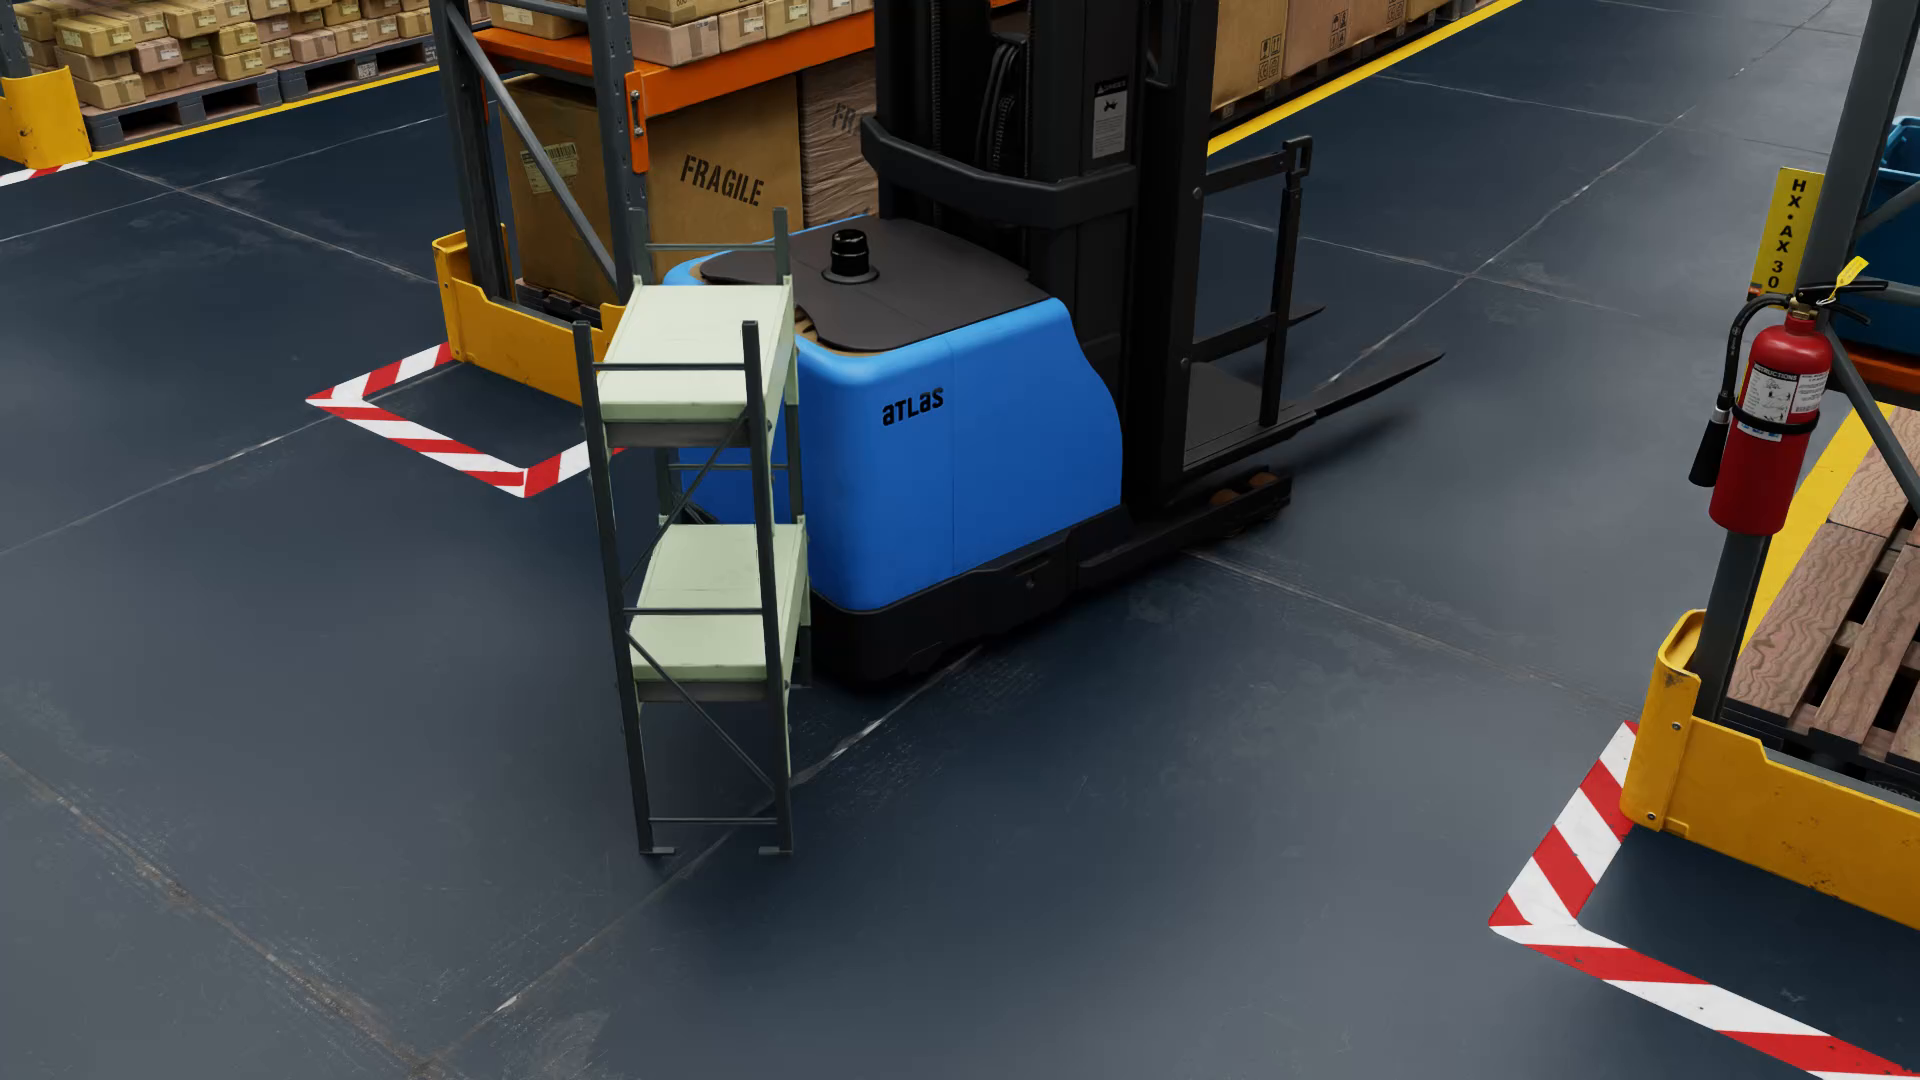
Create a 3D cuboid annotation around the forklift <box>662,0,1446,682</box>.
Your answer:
[{"bbox_3d":[0.540,-1.455,5.330,3.031,2.935,1.130,-23,37,-33],"label":"forklift"}]

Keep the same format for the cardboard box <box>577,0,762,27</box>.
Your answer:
[{"bbox_3d":[-1.105,-2.153,6.297,0.500,0.250,0.500,20,36,30],"label":"cardboard box"}]

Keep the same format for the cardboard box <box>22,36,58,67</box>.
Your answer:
[{"bbox_3d":[-5.412,-2.930,9.844,0.380,0.149,0.250,20,36,30],"label":"cardboard box"}]

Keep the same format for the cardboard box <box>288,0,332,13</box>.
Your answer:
[{"bbox_3d":[-4.137,-3.405,10.354,0.380,0.149,0.250,22,37,32],"label":"cardboard box"}]

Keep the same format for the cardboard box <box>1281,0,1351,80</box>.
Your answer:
[{"bbox_3d":[1.714,-3.500,10.386,1.225,0.875,0.875,20,36,30],"label":"cardboard box"}]

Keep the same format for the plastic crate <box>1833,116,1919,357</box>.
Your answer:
[{"bbox_3d":[2.392,-0.688,3.875,0.616,0.435,0.499,21,37,31],"label":"plastic crate"}]

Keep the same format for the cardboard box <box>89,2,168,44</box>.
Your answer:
[{"bbox_3d":[-4.846,-3.013,9.693,0.380,0.149,0.250,22,37,32],"label":"cardboard box"}]

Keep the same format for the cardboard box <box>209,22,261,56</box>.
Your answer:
[{"bbox_3d":[-4.453,-3.053,10.052,0.380,0.149,0.250,22,37,33],"label":"cardboard box"}]

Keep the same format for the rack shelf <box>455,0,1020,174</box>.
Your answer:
[{"bbox_3d":[-0.403,-2.481,7.700,1.077,0.370,4.000,21,37,31],"label":"rack shelf"}]

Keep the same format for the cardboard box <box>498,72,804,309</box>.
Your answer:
[{"bbox_3d":[-1.287,-1.529,7.060,0.875,0.875,0.875,21,37,31],"label":"cardboard box"}]

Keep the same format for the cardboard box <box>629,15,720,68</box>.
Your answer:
[{"bbox_3d":[-1.133,-1.913,6.281,0.380,0.149,0.250,22,37,32],"label":"cardboard box"}]

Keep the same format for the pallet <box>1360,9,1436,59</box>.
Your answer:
[{"bbox_3d":[2.683,-3.733,11.841,1.003,0.211,1.213,21,37,31],"label":"pallet"}]

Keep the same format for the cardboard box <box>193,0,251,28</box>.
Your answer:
[{"bbox_3d":[-4.508,-3.202,10.012,0.380,0.149,0.250,19,36,29],"label":"cardboard box"}]

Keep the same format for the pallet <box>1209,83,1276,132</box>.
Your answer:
[{"bbox_3d":[1.210,-2.741,10.168,1.003,0.211,1.213,21,37,31],"label":"pallet"}]

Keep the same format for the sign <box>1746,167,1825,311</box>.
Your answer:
[{"bbox_3d":[1.891,-0.686,3.806,0.100,0.325,0.005,21,37,31],"label":"sign"}]

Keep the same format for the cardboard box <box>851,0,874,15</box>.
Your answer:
[{"bbox_3d":[-0.514,-2.331,6.987,0.380,0.149,0.250,20,36,30],"label":"cardboard box"}]

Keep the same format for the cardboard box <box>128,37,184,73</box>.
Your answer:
[{"bbox_3d":[-4.772,-2.855,9.719,0.380,0.149,0.250,21,37,31],"label":"cardboard box"}]

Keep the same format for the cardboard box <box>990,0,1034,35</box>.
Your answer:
[{"bbox_3d":[-0.201,-2.261,8.295,0.875,0.875,0.875,21,37,31],"label":"cardboard box"}]

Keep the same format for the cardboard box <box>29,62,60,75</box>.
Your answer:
[{"bbox_3d":[-5.352,-2.778,9.879,0.380,0.149,0.250,22,37,32],"label":"cardboard box"}]

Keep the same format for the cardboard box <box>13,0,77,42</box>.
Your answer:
[{"bbox_3d":[-5.386,-3.049,9.753,0.380,0.149,0.250,22,37,32],"label":"cardboard box"}]

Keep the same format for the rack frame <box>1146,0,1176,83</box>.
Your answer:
[{"bbox_3d":[0.805,-3.604,8.889,1.000,3.000,0.127,21,37,31],"label":"rack frame"}]

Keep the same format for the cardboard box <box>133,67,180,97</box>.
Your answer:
[{"bbox_3d":[-4.839,-2.746,9.825,0.380,0.149,0.250,21,37,31],"label":"cardboard box"}]

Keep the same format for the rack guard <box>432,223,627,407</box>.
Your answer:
[{"bbox_3d":[-1.624,-0.893,6.766,1.175,0.500,0.348,21,37,31],"label":"rack guard"}]

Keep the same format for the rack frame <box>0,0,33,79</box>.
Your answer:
[{"bbox_3d":[-5.503,-3.545,8.790,1.000,3.000,0.127,21,37,31],"label":"rack frame"}]

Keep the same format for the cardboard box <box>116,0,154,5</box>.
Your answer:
[{"bbox_3d":[-5.133,-3.278,10.139,0.380,0.149,0.250,20,36,30],"label":"cardboard box"}]

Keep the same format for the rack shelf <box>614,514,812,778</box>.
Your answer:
[{"bbox_3d":[-0.640,0.268,4.466,0.431,0.370,0.720,0,31,0],"label":"rack shelf"}]

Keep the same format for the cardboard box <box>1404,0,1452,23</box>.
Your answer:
[{"bbox_3d":[2.786,-4.222,11.604,1.225,0.875,0.875,19,36,29],"label":"cardboard box"}]

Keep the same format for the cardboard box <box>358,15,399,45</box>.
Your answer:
[{"bbox_3d":[-3.890,-3.355,10.854,0.380,0.149,0.250,22,37,32],"label":"cardboard box"}]

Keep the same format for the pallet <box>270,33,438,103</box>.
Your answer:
[{"bbox_3d":[-4.202,-3.190,10.925,1.003,0.211,1.213,21,37,31],"label":"pallet"}]

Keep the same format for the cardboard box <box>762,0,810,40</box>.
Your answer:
[{"bbox_3d":[-0.825,-2.121,6.634,0.380,0.149,0.250,20,36,30],"label":"cardboard box"}]

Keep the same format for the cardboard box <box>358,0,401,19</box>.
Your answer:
[{"bbox_3d":[-3.872,-3.515,10.832,0.380,0.149,0.250,19,36,29],"label":"cardboard box"}]

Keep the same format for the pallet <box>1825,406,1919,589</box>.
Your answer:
[{"bbox_3d":[3.605,-0.071,5.663,1.003,0.211,1.213,21,37,31],"label":"pallet"}]

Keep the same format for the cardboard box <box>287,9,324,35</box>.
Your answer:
[{"bbox_3d":[-4.238,-3.313,10.491,0.380,0.149,0.250,23,38,34],"label":"cardboard box"}]

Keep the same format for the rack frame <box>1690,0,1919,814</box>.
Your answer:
[{"bbox_3d":[2.339,-0.454,3.573,1.000,3.000,0.127,21,37,31],"label":"rack frame"}]

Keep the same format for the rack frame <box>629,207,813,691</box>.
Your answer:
[{"bbox_3d":[-0.642,-0.199,4.615,0.400,1.500,0.023,0,31,0],"label":"rack frame"}]

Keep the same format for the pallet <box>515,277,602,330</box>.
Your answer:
[{"bbox_3d":[-1.190,-1.127,7.445,1.003,0.211,1.213,21,37,31],"label":"pallet"}]

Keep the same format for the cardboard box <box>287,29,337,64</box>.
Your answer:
[{"bbox_3d":[-4.155,-3.126,10.468,0.380,0.149,0.250,19,36,29],"label":"cardboard box"}]

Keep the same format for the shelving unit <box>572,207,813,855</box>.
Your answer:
[{"bbox_3d":[-0.640,-0.012,4.300,0.431,1.500,0.755,0,31,0],"label":"shelving unit"}]

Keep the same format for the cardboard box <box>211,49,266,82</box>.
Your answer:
[{"bbox_3d":[-4.453,-2.919,10.117,0.380,0.149,0.250,22,37,32],"label":"cardboard box"}]
